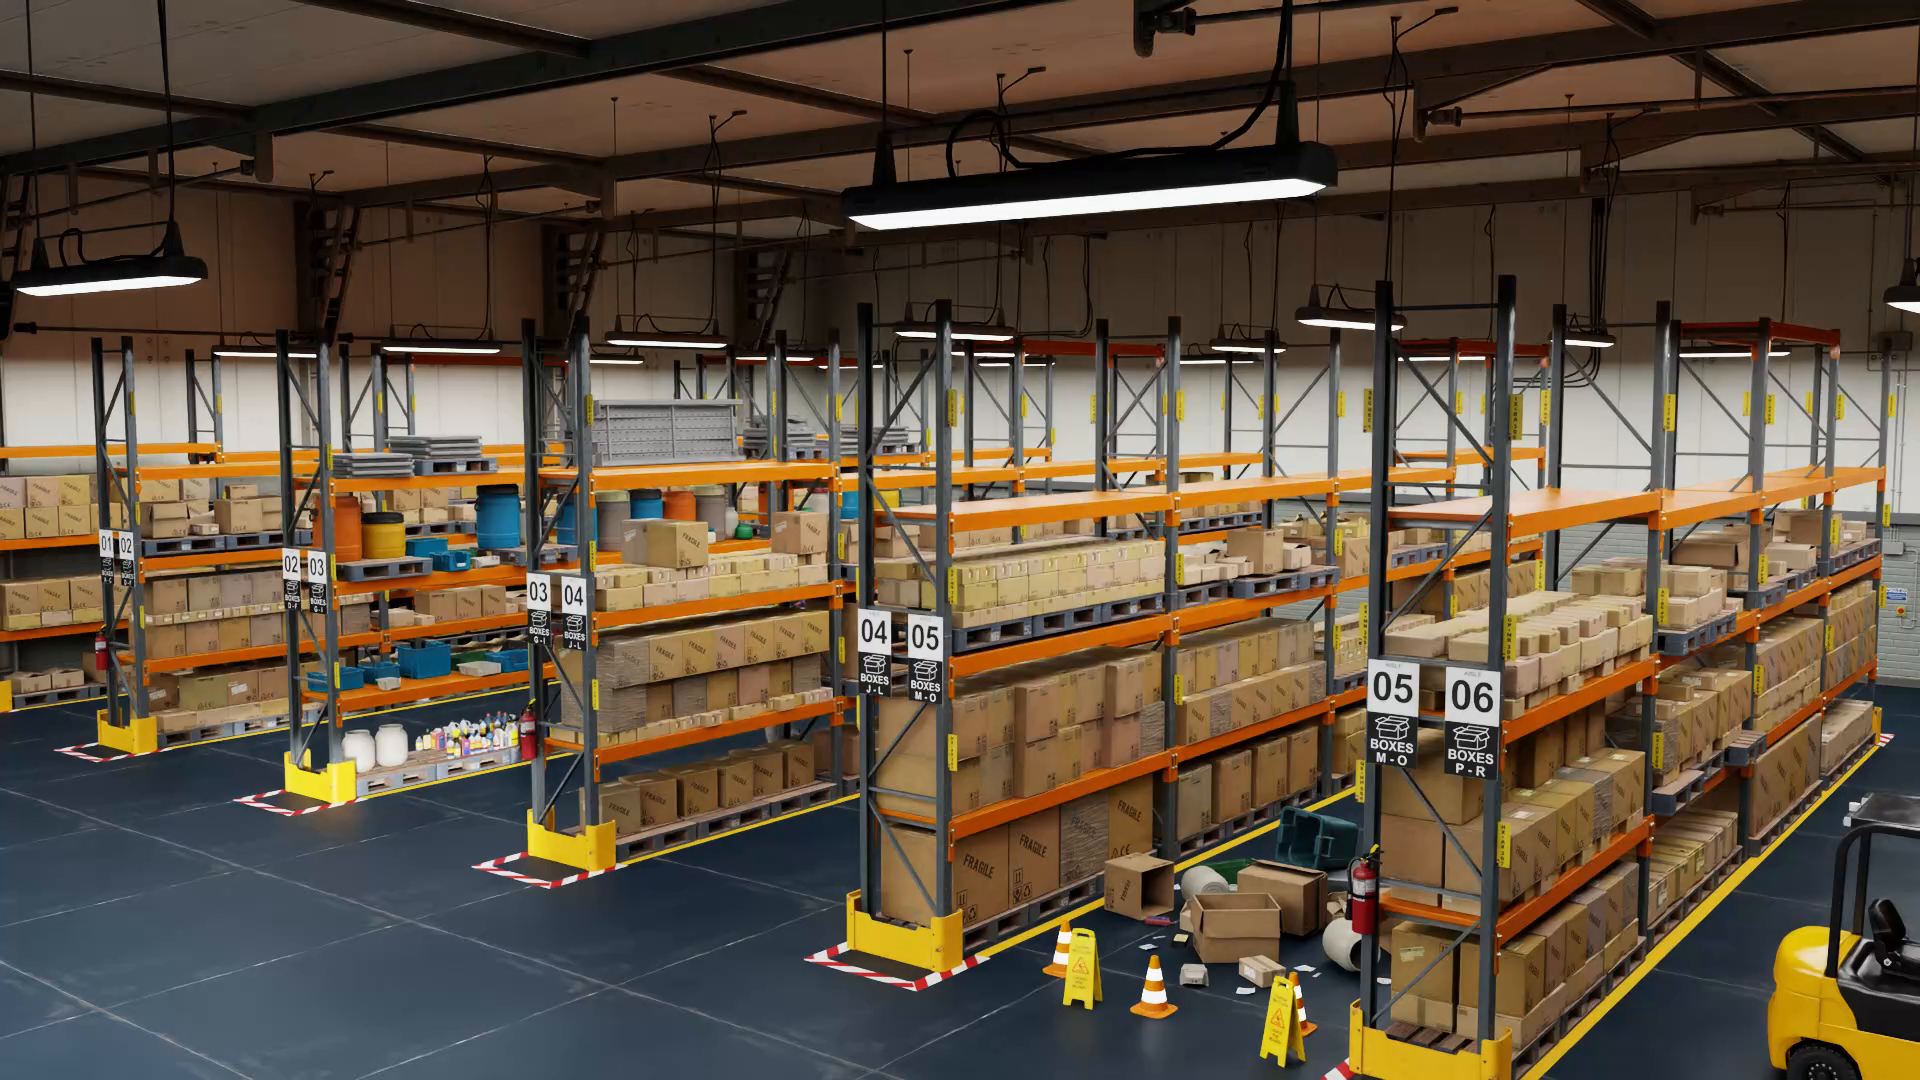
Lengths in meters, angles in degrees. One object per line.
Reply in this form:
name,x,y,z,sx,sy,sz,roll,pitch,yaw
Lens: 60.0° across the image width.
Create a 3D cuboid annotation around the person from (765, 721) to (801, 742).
person,-2.476,2.332,23.264,0.555,1.650,0.586,3,6,28
